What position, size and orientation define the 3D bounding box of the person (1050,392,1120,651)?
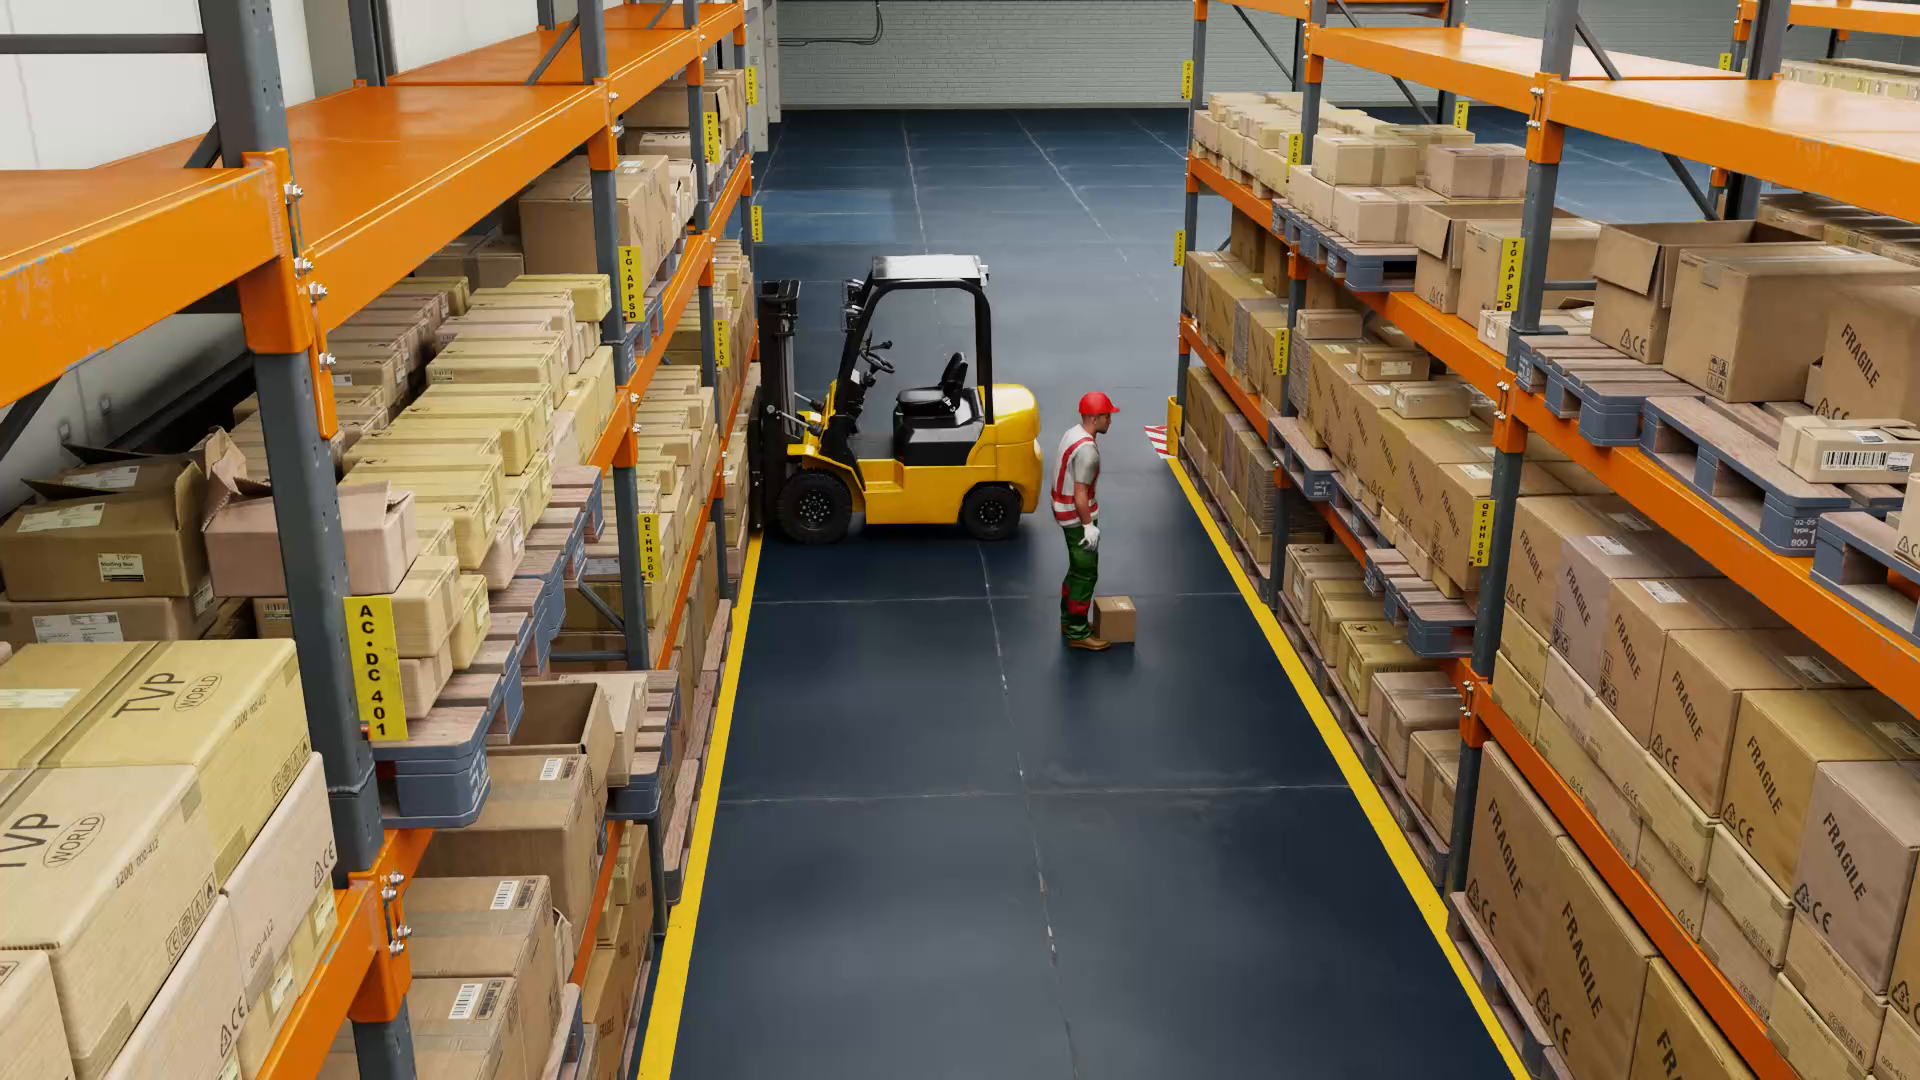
[{"bbox_3d":[0.856,-0.147,11.454,0.452,1.778,0.603,-1,20,-4],"label":"person"}]
